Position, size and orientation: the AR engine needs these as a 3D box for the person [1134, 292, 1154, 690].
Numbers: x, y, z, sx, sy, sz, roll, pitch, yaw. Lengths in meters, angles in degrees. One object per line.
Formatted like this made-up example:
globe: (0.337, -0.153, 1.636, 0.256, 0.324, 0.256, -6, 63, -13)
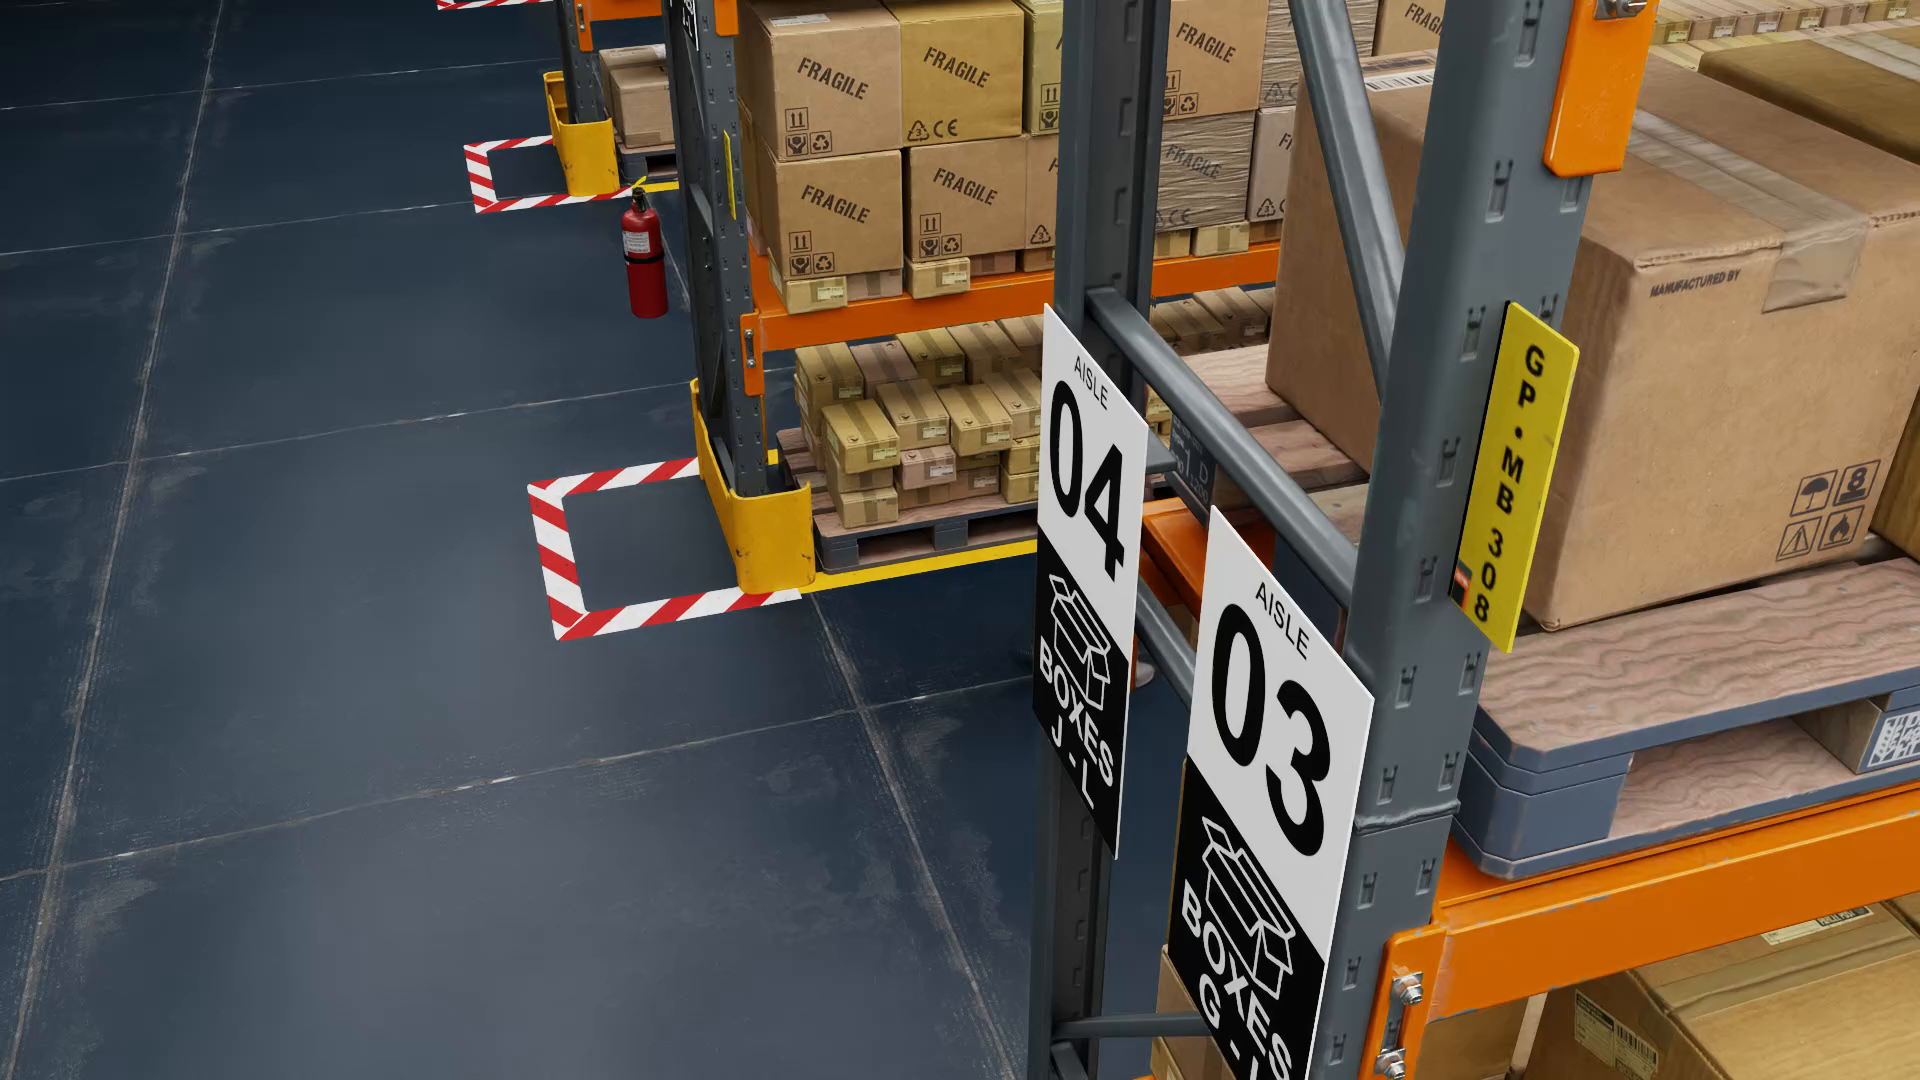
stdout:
person: (0.565, -0.204, 6.503, 0.394, 1.746, 0.579, -12, 35, -18)
